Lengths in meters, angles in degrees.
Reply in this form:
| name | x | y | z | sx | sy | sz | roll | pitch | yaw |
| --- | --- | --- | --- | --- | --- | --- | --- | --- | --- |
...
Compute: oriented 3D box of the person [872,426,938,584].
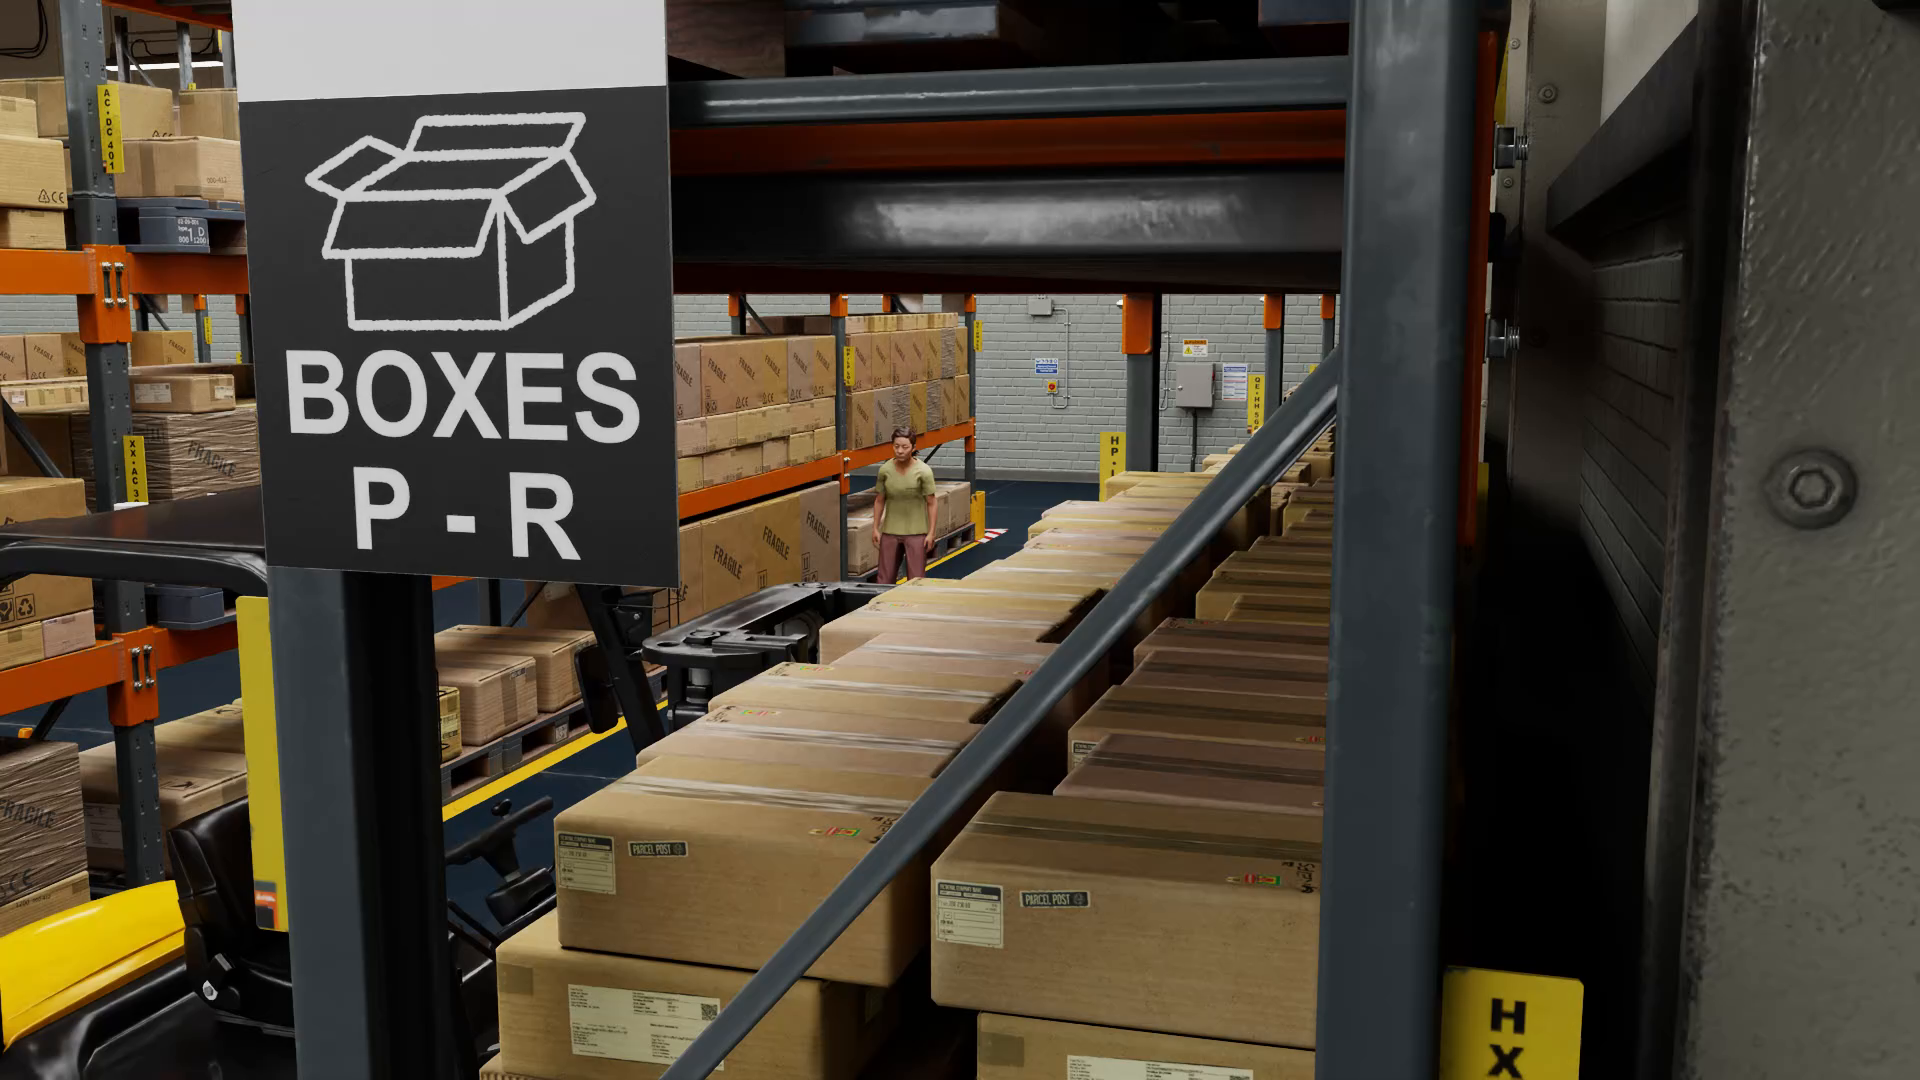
| name | x | y | z | sx | sy | sz | roll | pitch | yaw |
| --- | --- | --- | --- | --- | --- | --- | --- | --- | --- |
| person | -0.423 | -0.024 | 12.501 | 0.498 | 1.673 | 0.354 | 2 | 9 | 14 |
